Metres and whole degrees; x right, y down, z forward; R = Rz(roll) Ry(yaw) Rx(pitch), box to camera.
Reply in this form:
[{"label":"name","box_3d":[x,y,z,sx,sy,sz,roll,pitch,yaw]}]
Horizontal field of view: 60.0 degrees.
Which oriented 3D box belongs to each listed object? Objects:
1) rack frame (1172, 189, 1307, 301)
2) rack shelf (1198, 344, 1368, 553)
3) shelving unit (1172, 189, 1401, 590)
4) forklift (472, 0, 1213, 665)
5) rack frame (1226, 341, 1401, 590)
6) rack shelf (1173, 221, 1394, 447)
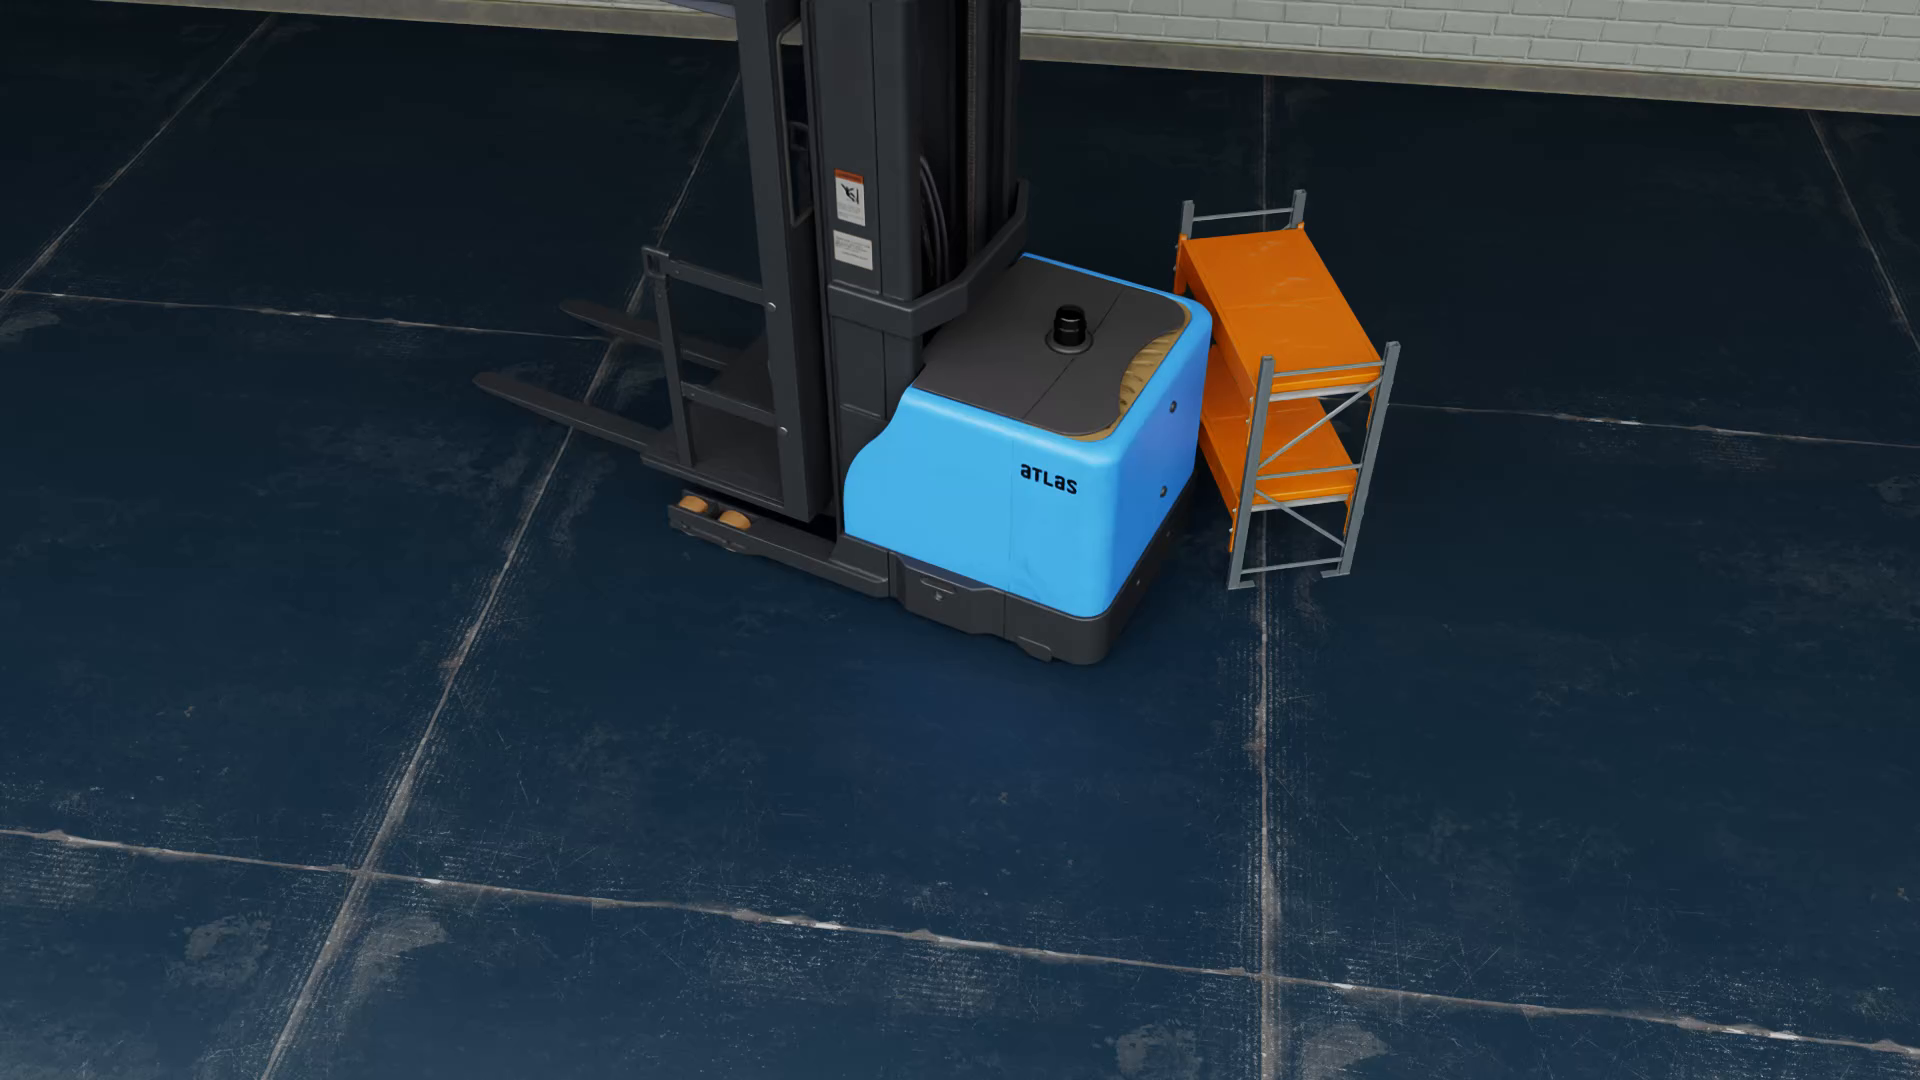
[{"label":"rack frame","box_3d":[1.119,-0.940,6.924,0.500,1.125,0.032,-7,44,-7]},{"label":"rack shelf","box_3d":[1.209,-0.418,6.729,0.538,0.278,1.000,-7,44,-7]},{"label":"shelving unit","box_3d":[1.209,-0.596,6.561,0.538,1.125,1.048,-7,44,-7]},{"label":"forklift","box_3d":[-0.606,-1.320,6.012,3.031,2.935,1.130,19,47,19]},{"label":"rack frame","box_3d":[1.298,-0.252,6.198,0.500,1.125,0.032,-7,44,-7]},{"label":"rack shelf","box_3d":[1.209,-0.808,6.360,0.538,0.278,1.000,-7,44,-7]}]
